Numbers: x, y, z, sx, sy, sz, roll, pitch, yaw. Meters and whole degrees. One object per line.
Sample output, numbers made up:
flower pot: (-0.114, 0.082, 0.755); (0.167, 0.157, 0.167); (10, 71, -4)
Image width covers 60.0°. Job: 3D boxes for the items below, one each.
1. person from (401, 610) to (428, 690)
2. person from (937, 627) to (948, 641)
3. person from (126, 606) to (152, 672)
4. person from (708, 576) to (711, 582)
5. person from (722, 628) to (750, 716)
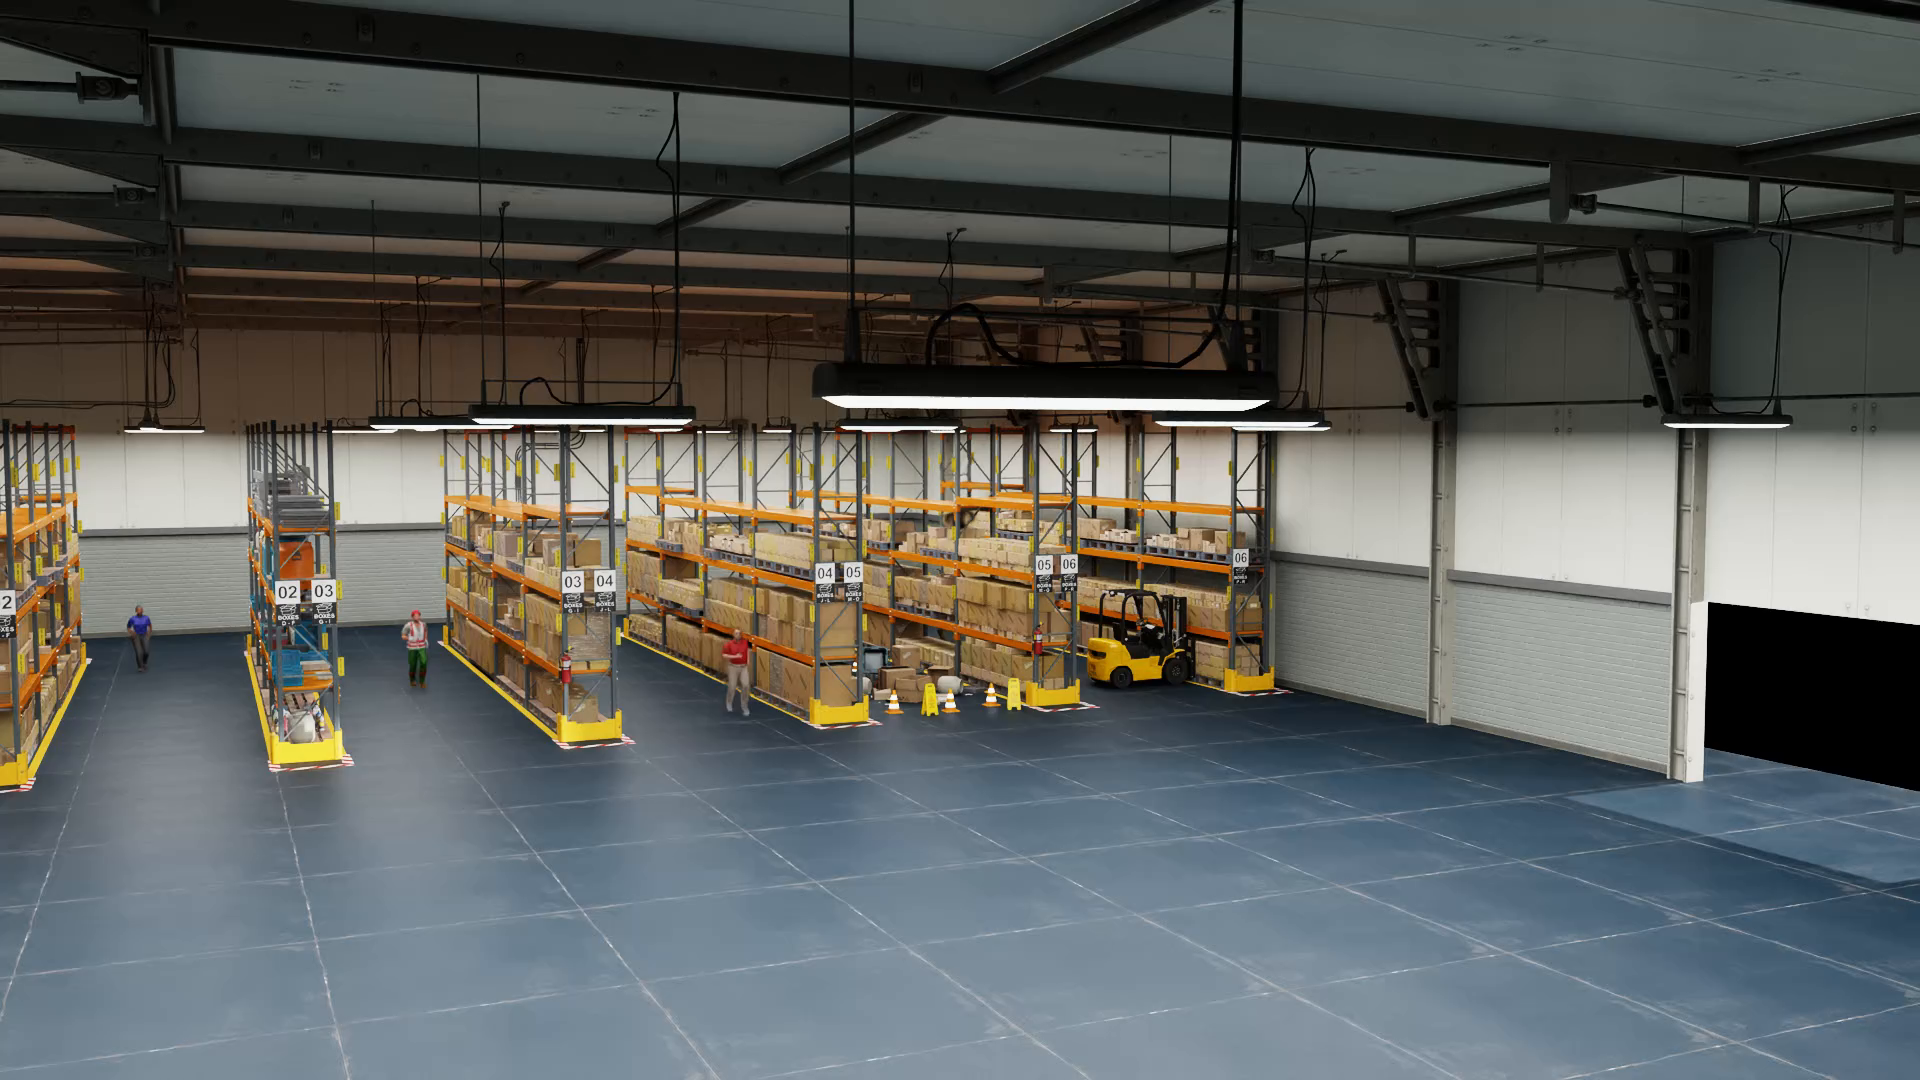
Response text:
person: (-12.301, 2.487, 37.603); (0.636, 1.823, 0.763); (-2, 4, -32)
person: (-0.487, 2.060, 44.386); (0.672, 1.849, 0.858); (-2, 4, -32)
person: (-19.848, 2.402, 40.263); (0.579, 1.609, 0.531); (-2, 4, -32)
person: (-7.252, 1.891, 48.081); (0.786, 1.691, 0.628); (3, 5, 42)
person: (-4.605, 2.721, 34.300); (0.678, 1.806, 0.810); (-2, 4, -27)
